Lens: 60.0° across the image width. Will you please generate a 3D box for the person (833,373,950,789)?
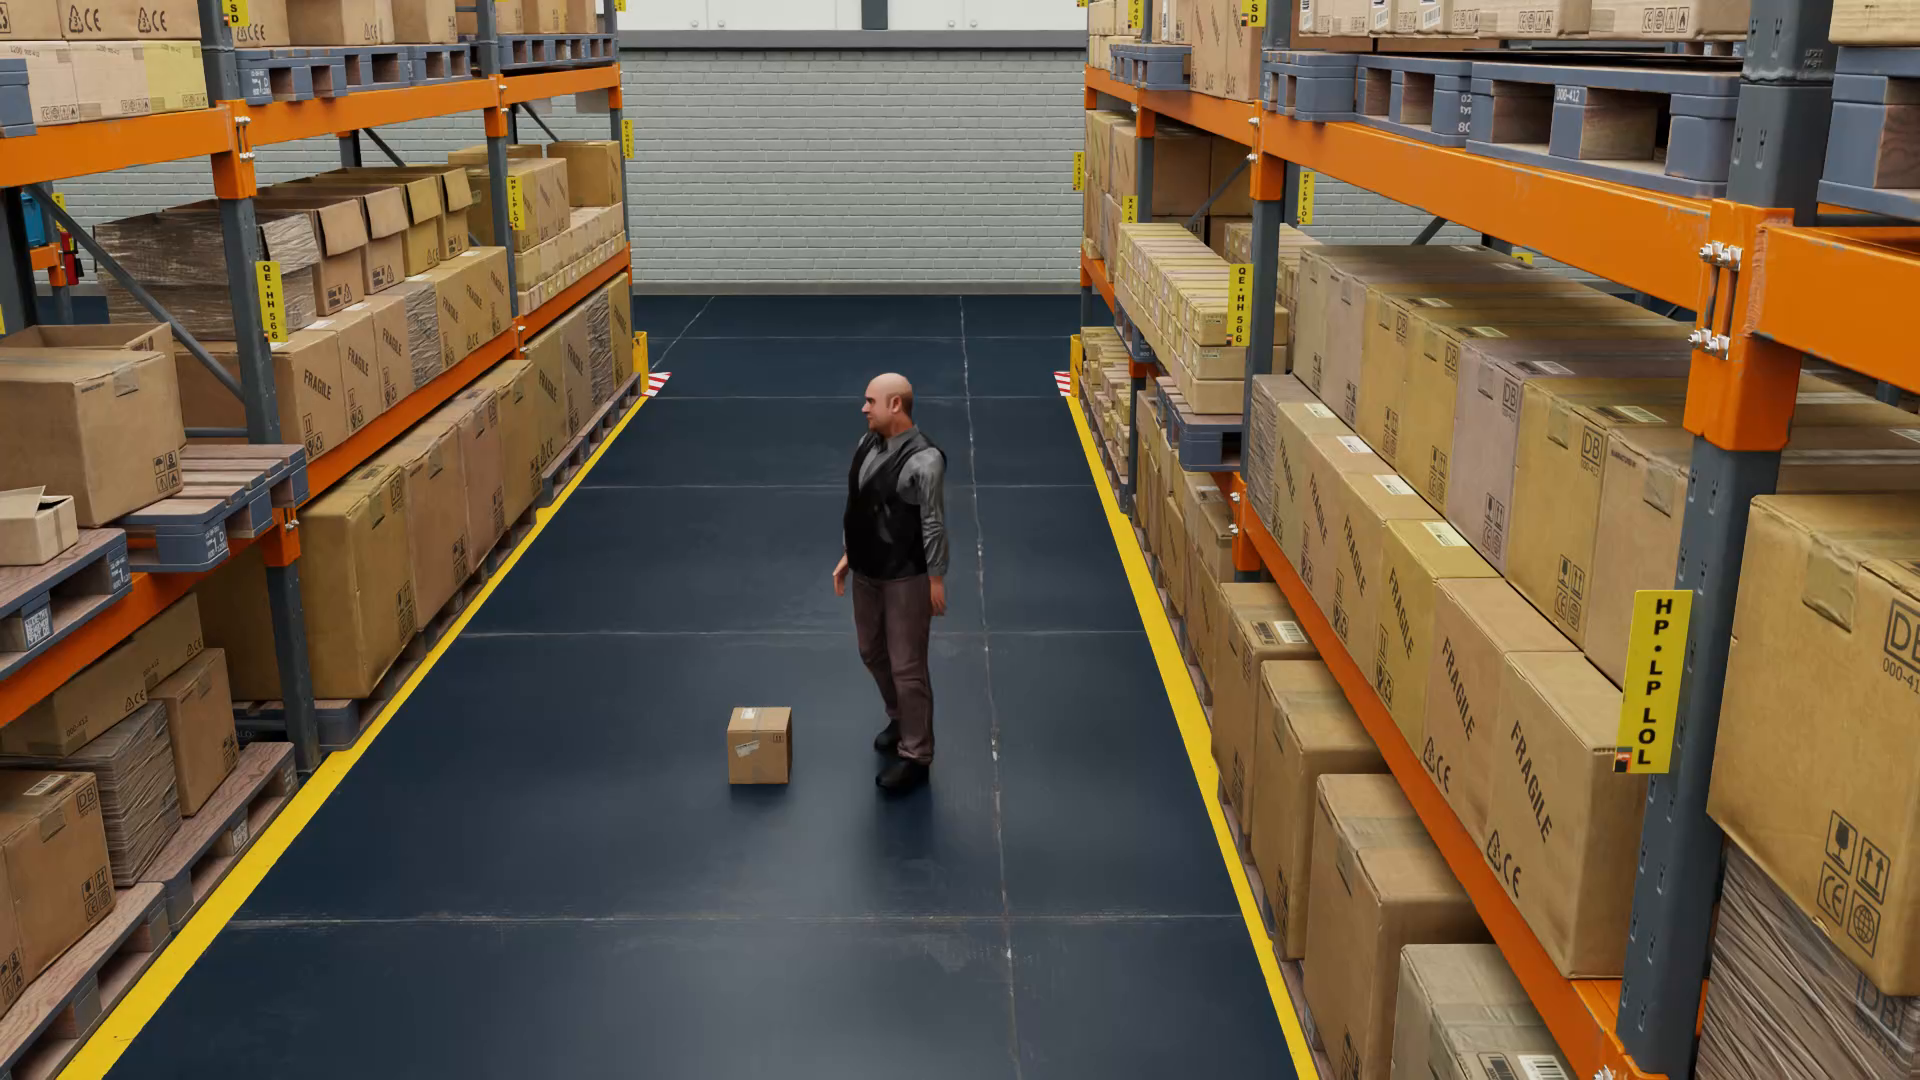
[{"bbox_3d":[-0.268,0.146,7.032,0.532,1.721,0.537,-13,21,-36],"label":"person"}]
